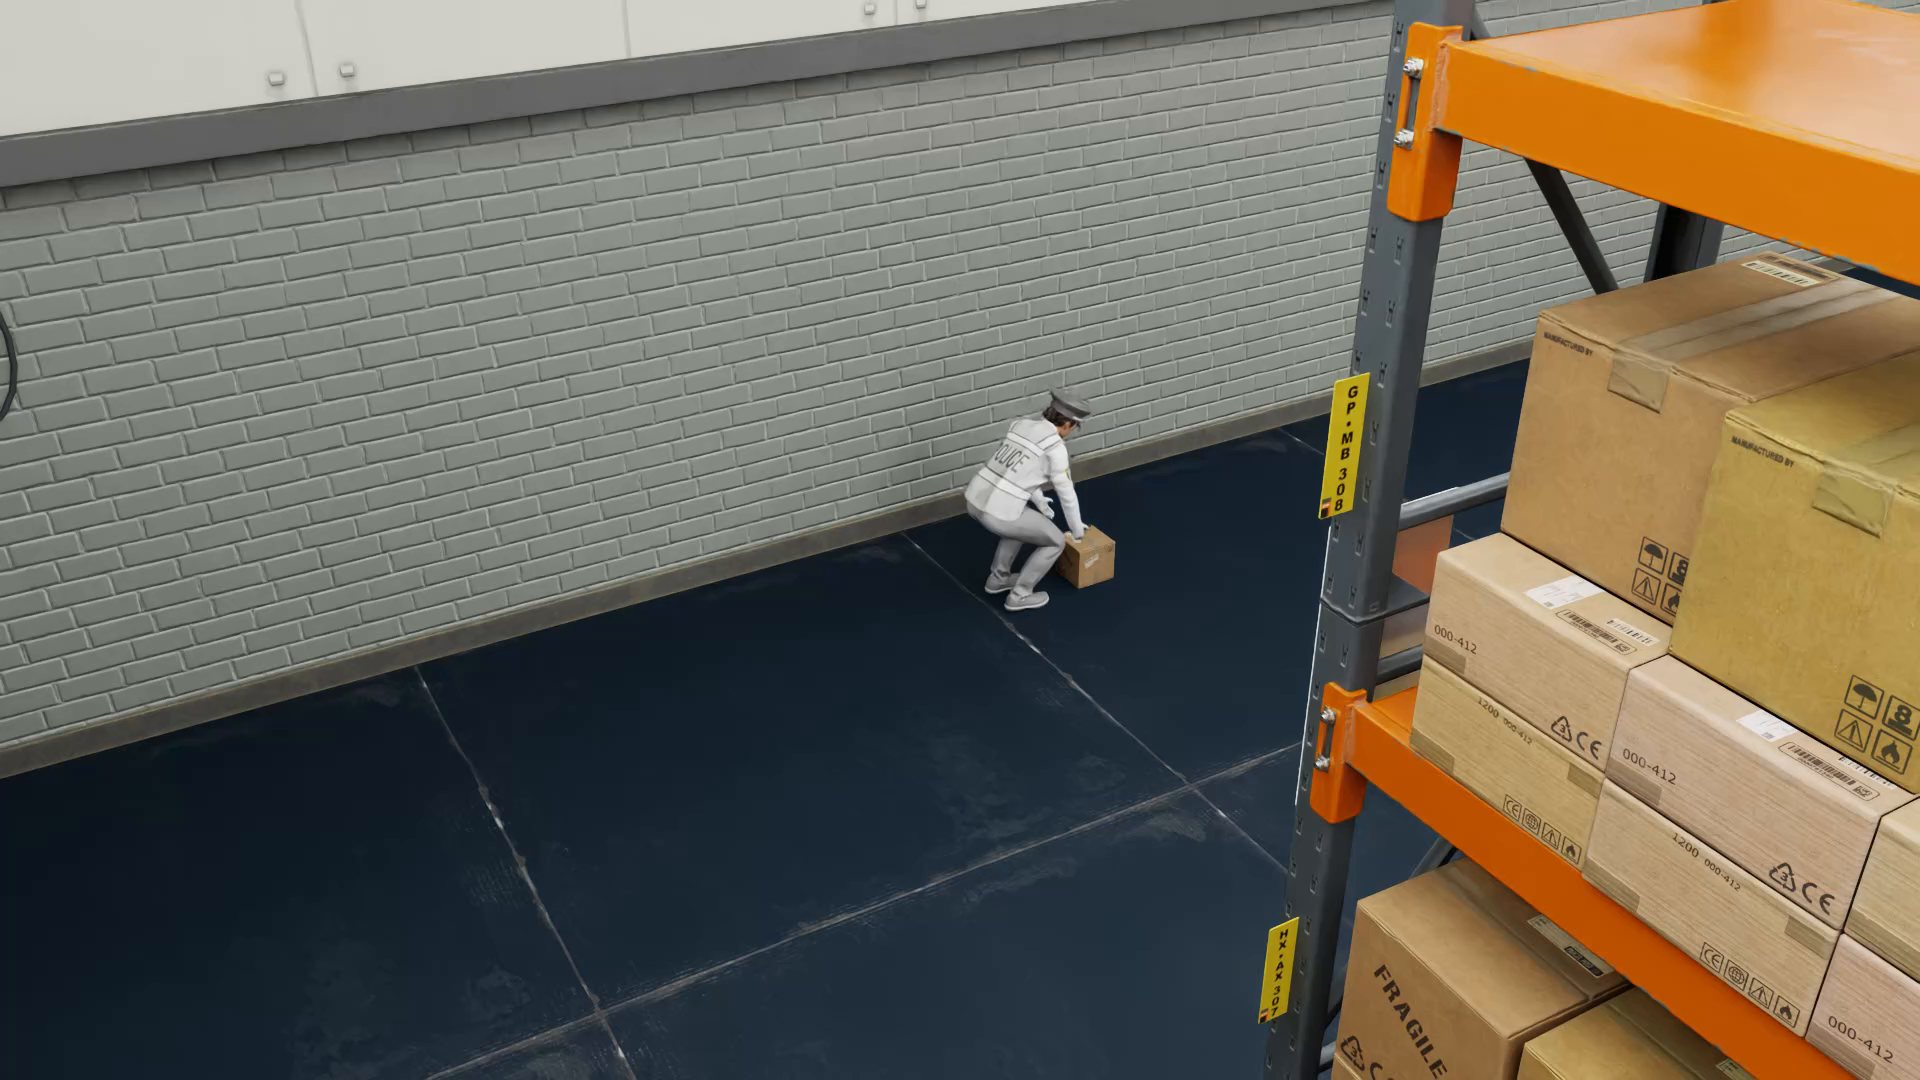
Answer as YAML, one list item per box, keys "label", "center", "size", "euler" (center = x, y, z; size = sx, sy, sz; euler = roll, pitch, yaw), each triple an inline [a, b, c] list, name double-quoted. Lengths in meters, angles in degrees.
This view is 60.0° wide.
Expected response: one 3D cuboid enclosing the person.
- label: "person"
  center: [0.387, -0.234, 9.449]
  size: [0.787, 1.207, 0.526]
  euler: [-16, 33, -26]
